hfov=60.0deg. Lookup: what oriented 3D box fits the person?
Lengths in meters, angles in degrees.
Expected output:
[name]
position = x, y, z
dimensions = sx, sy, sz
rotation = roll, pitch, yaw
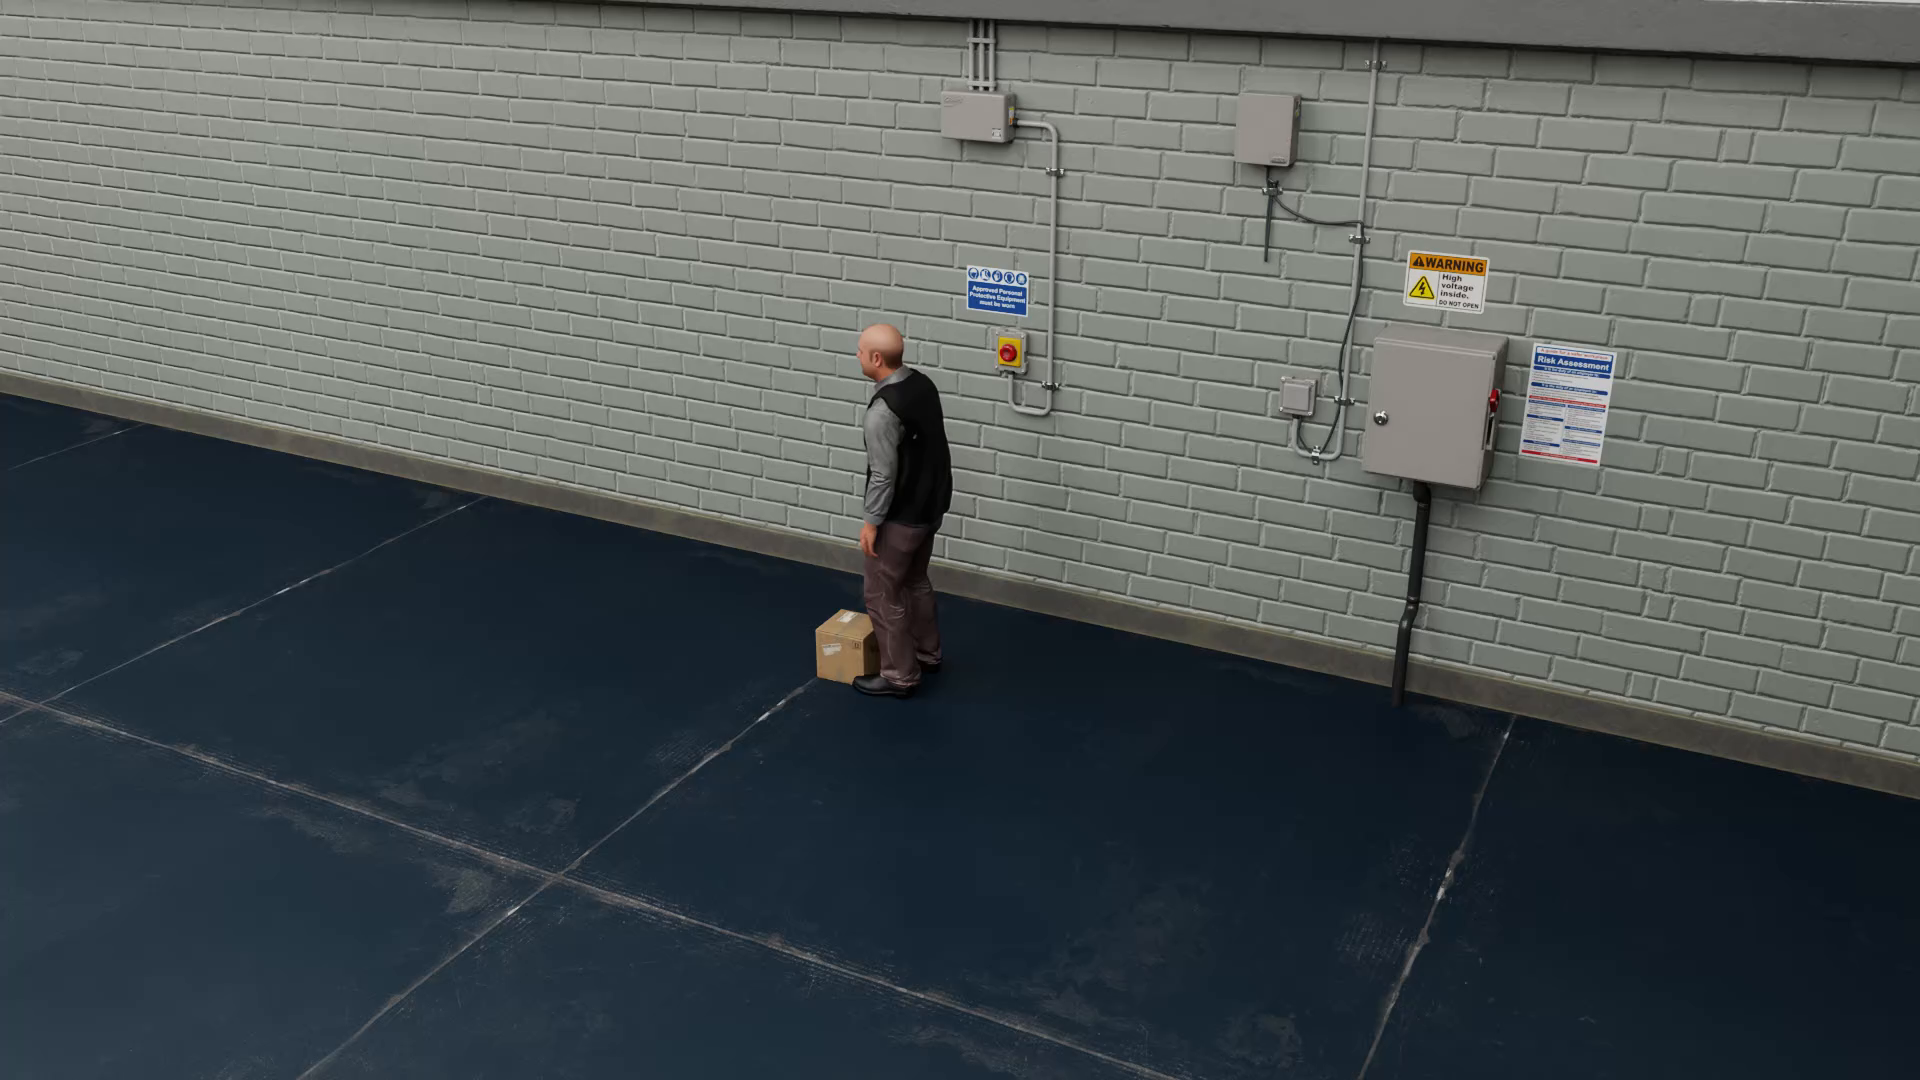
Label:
[person]
position = -0.255, -0.124, 7.422
dimensions = 0.417, 1.721, 0.594
rotation = 10, 24, 22
